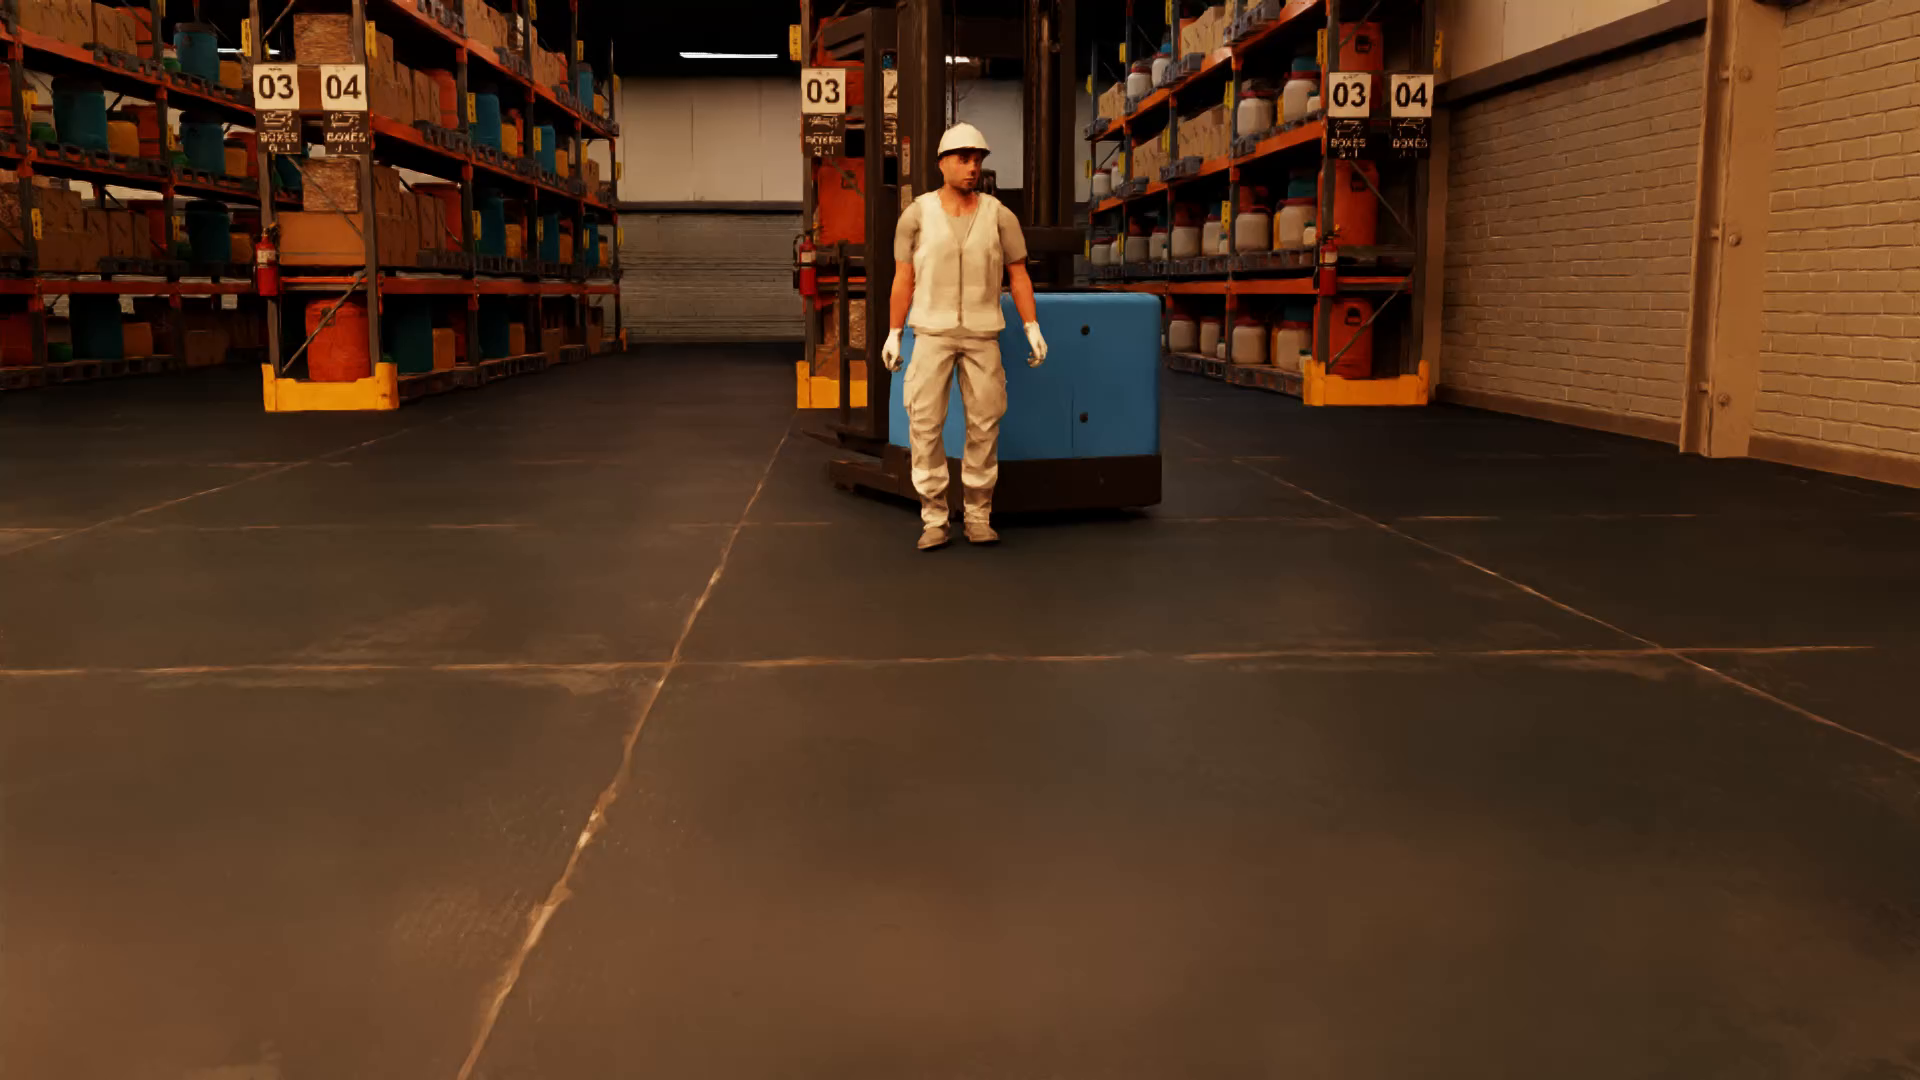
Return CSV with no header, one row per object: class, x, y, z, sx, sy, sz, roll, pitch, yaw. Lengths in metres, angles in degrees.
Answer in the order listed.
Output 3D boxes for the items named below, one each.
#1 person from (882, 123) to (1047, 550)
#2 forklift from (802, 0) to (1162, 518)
person,0.019,-0.854,7.077,0.693,1.788,0.441,-1,9,-7
forklift,-0.075,-1.729,8.975,1.130,2.935,3.031,-4,9,-23
